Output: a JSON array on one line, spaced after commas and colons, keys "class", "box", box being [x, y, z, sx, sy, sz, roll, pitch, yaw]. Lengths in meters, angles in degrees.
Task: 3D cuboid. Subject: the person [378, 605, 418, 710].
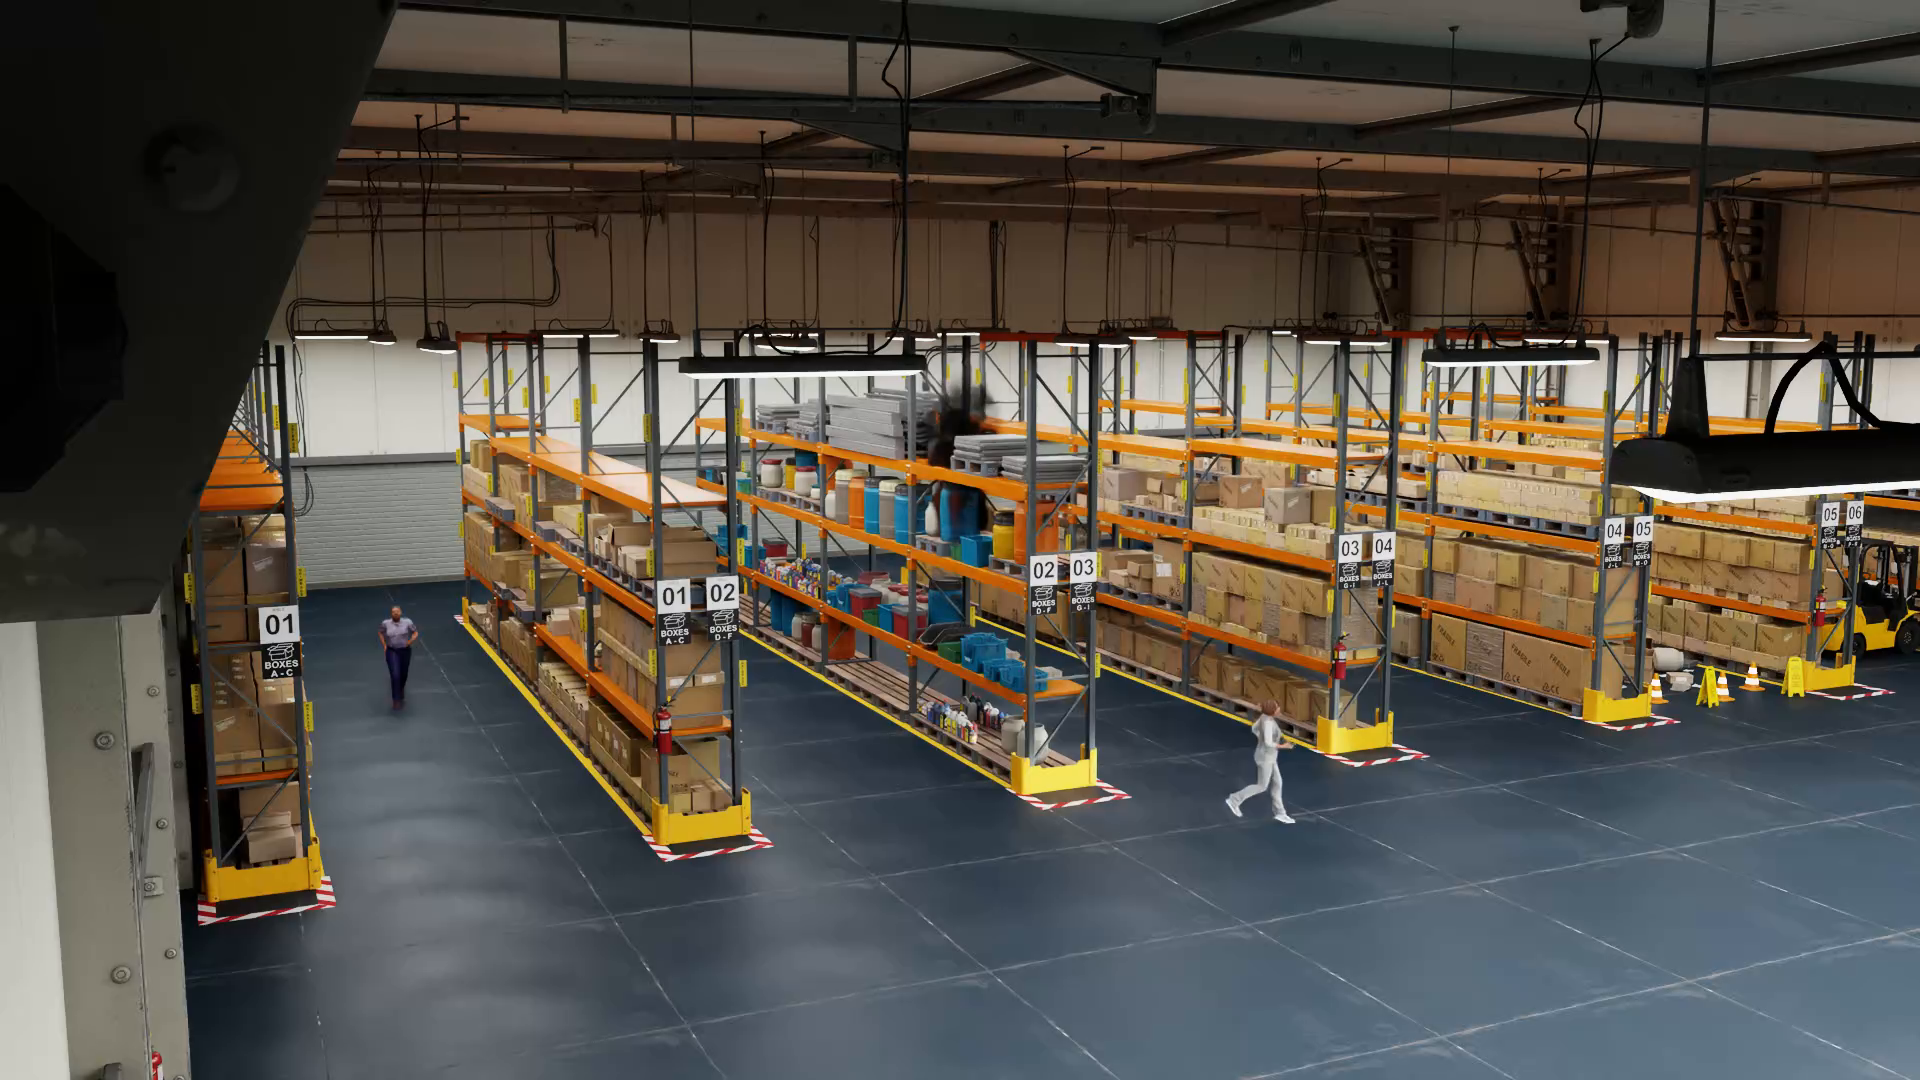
[{"class": "person", "box": [-9.149, 1.881, 27.135, 0.601, 1.668, 0.815, -4, 9, -26]}]

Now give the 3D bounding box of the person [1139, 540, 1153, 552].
[{"class": "person", "box": [4.840, -0.170, 42.648, 0.579, 1.553, 0.550, -3, 8, -19]}]

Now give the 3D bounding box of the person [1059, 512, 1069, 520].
[{"class": "person", "box": [2.542, -0.010, 40.859, 0.703, 1.740, 0.575, 4, 9, 28]}]

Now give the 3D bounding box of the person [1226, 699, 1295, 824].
[{"class": "person", "box": [3.769, 2.759, 20.767, 0.871, 1.600, 0.550, 1, 8, 6]}]
